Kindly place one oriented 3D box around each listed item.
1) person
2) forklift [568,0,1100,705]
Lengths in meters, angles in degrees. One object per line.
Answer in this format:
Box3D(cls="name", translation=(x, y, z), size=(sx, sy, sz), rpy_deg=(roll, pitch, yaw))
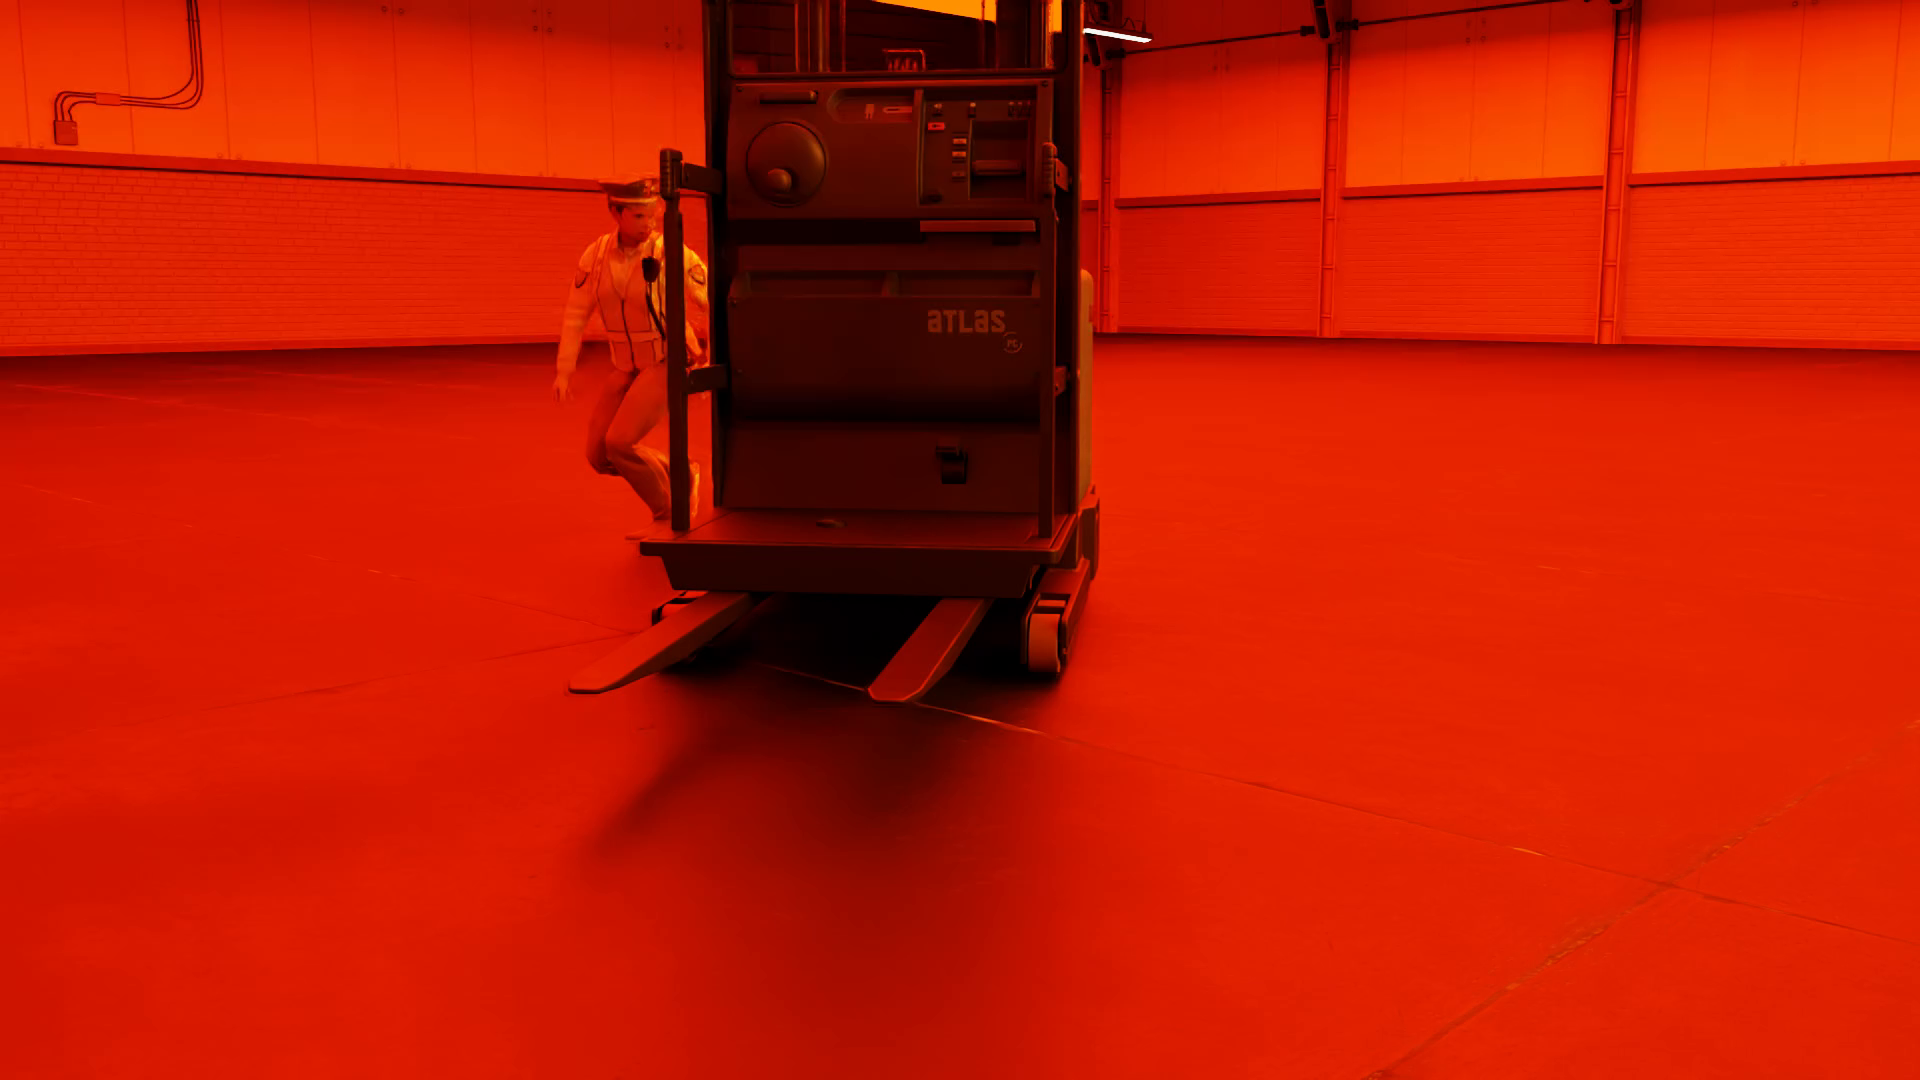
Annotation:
Box3D(cls="person", translation=(-1.233, -0.720, 6.682), size=(0.757, 1.465, 0.609), rpy_deg=(6, 10, 33))
Box3D(cls="forklift", translation=(-0.228, -1.151, 4.515), size=(1.130, 2.935, 3.031), rpy_deg=(1, 9, 8))
